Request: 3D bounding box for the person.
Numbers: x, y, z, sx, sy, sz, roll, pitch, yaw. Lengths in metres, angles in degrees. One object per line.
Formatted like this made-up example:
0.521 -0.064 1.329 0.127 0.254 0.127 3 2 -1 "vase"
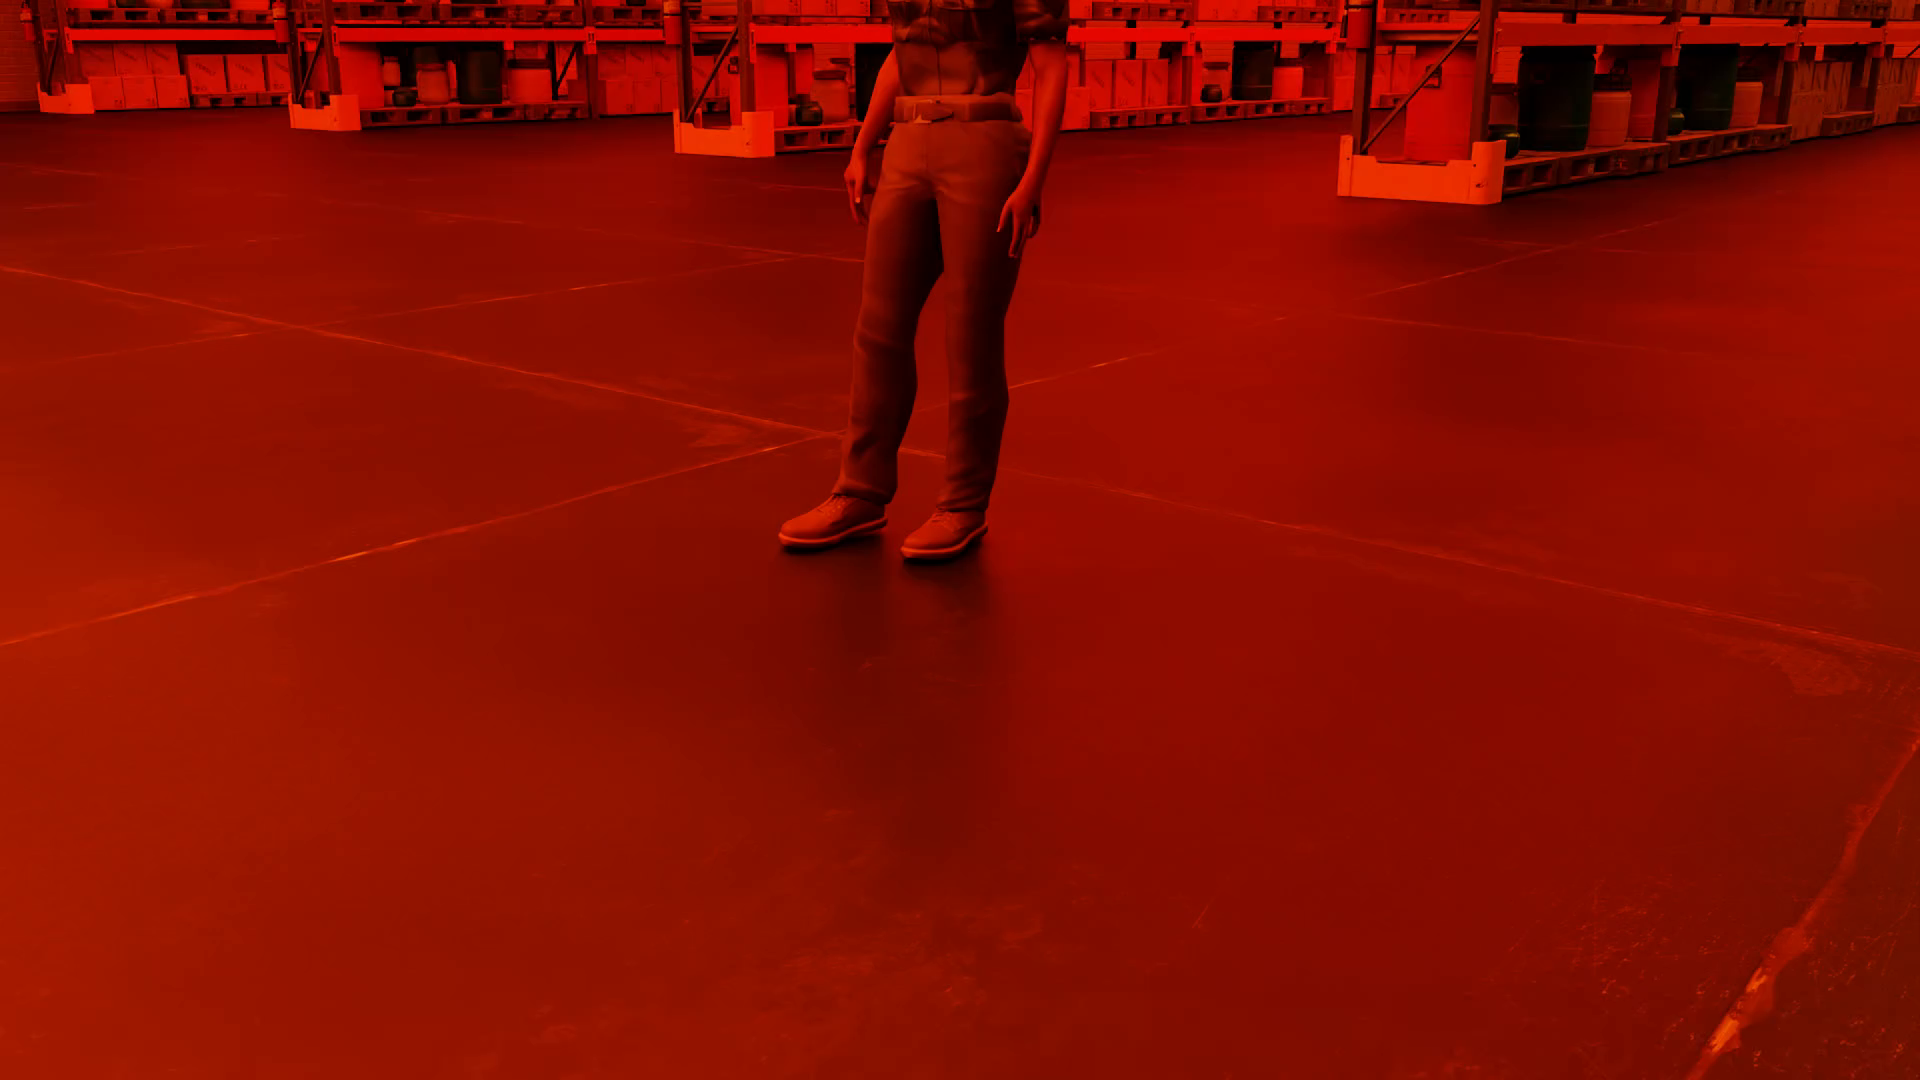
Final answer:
-0.071 -0.783 3.647 0.569 1.656 0.503 13 21 37 "person"
